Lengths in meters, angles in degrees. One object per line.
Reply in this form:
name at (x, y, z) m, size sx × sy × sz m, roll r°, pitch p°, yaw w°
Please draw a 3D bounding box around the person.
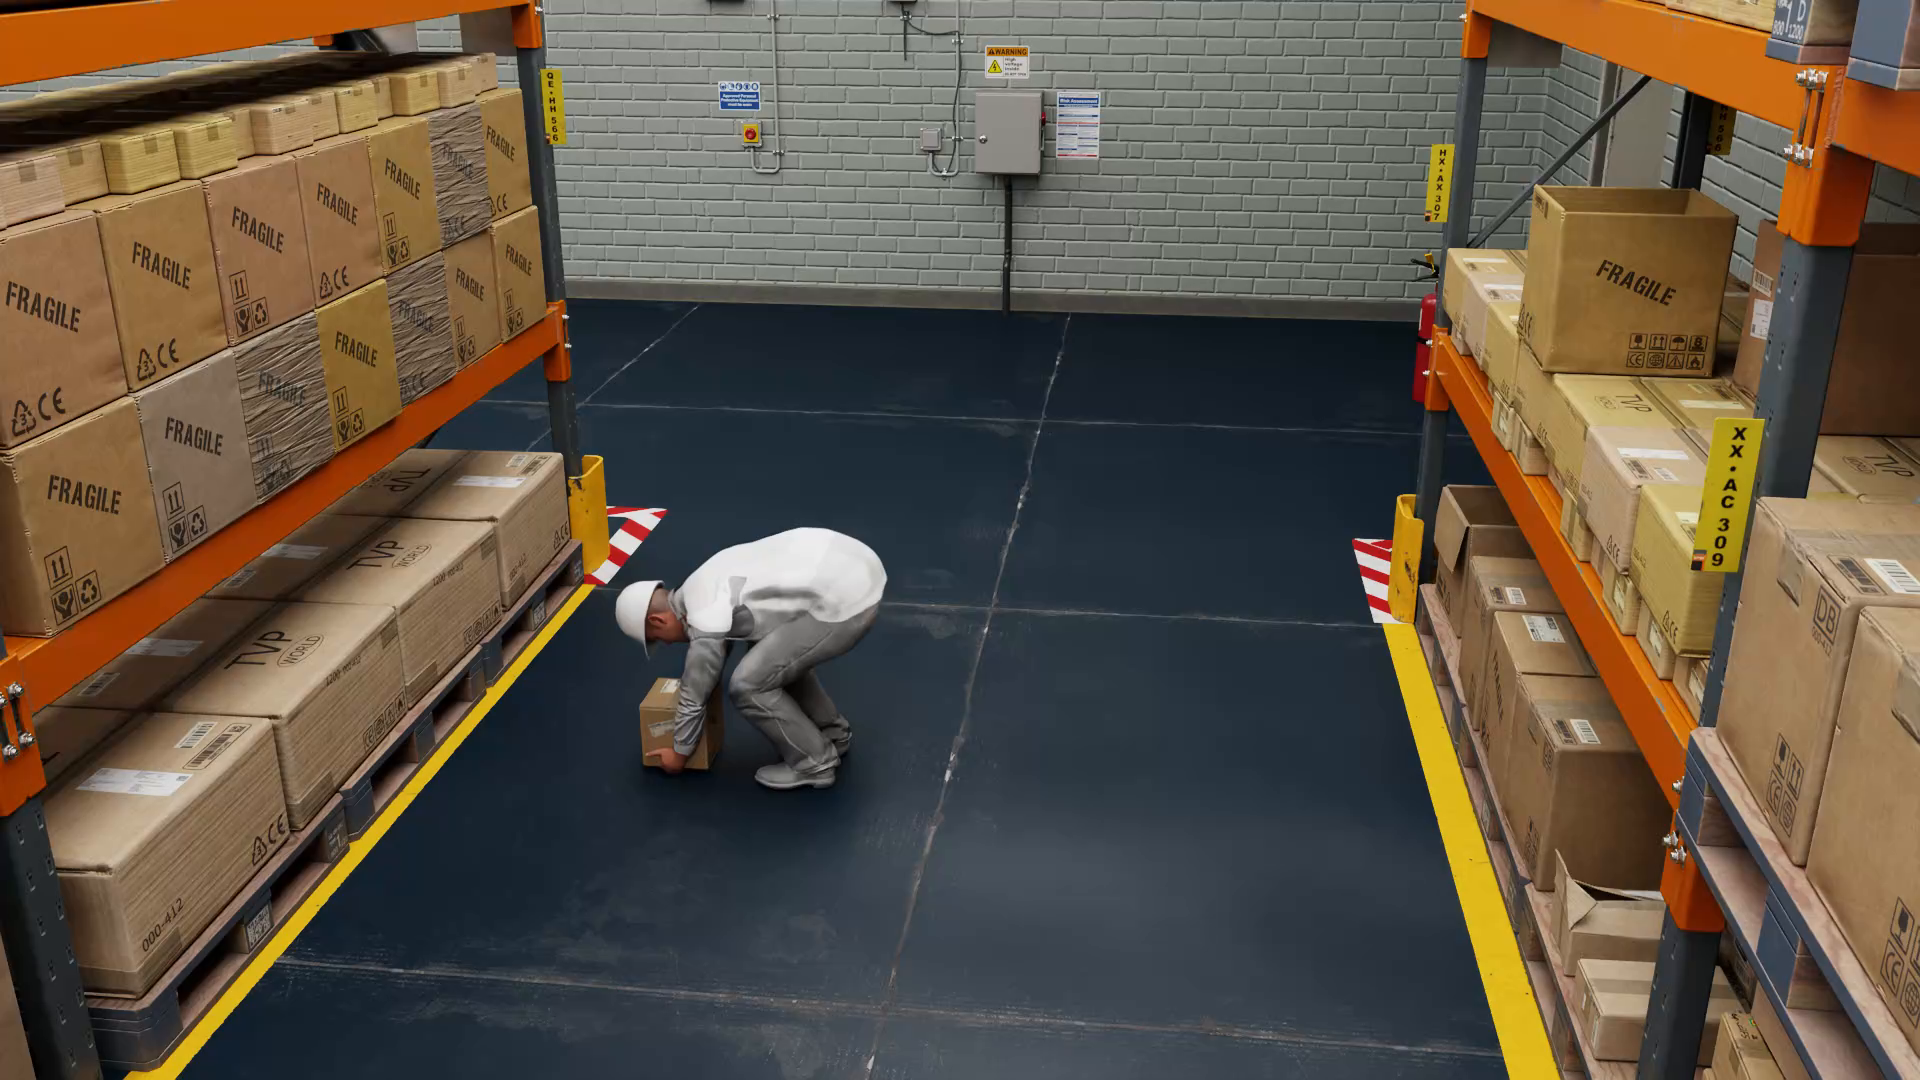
person at (-0.769, 0.415, 6.134) m, size 0.998 × 0.934 × 0.517 m, roll 1°, pitch 21°, yaw 4°
